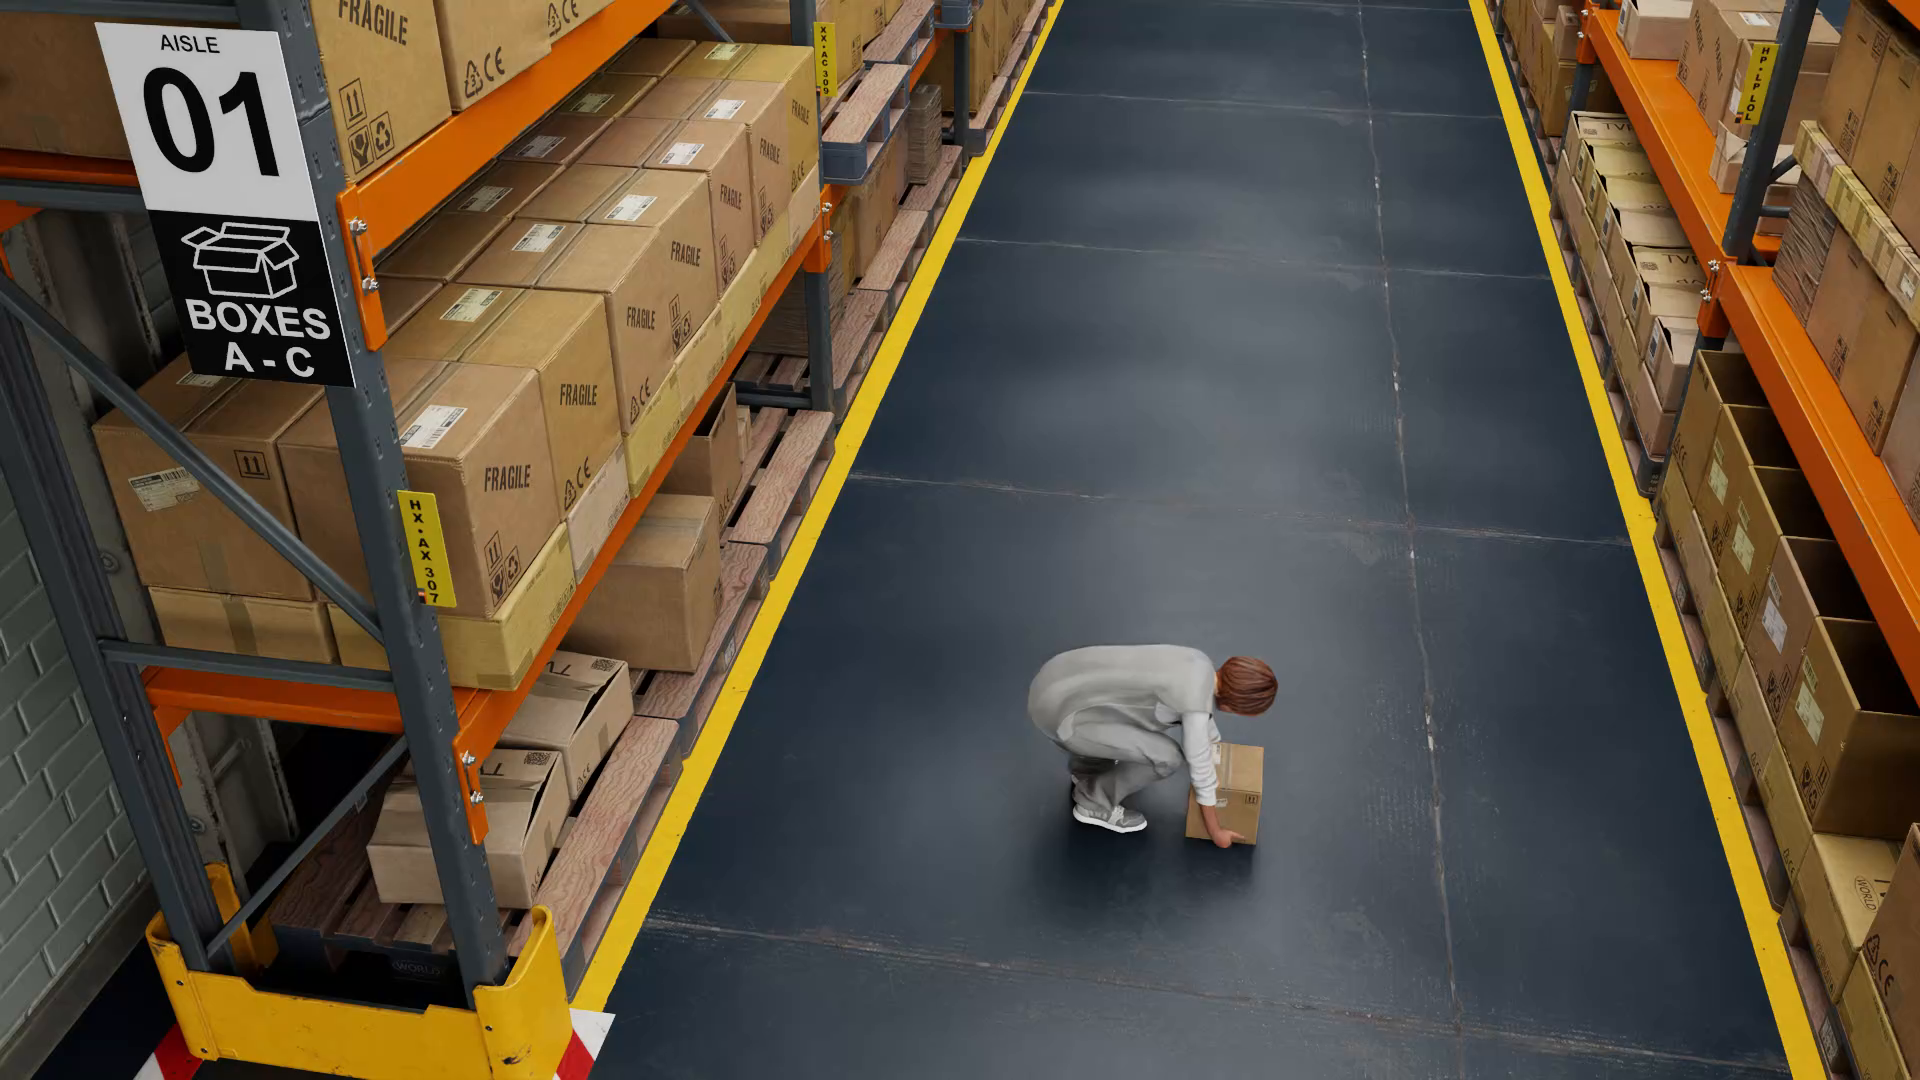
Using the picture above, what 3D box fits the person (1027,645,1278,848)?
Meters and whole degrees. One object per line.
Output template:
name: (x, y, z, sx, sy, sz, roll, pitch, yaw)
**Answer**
person: (0.670, 0.698, 5.921, 0.864, 0.703, 0.417, 5, 33, 7)
